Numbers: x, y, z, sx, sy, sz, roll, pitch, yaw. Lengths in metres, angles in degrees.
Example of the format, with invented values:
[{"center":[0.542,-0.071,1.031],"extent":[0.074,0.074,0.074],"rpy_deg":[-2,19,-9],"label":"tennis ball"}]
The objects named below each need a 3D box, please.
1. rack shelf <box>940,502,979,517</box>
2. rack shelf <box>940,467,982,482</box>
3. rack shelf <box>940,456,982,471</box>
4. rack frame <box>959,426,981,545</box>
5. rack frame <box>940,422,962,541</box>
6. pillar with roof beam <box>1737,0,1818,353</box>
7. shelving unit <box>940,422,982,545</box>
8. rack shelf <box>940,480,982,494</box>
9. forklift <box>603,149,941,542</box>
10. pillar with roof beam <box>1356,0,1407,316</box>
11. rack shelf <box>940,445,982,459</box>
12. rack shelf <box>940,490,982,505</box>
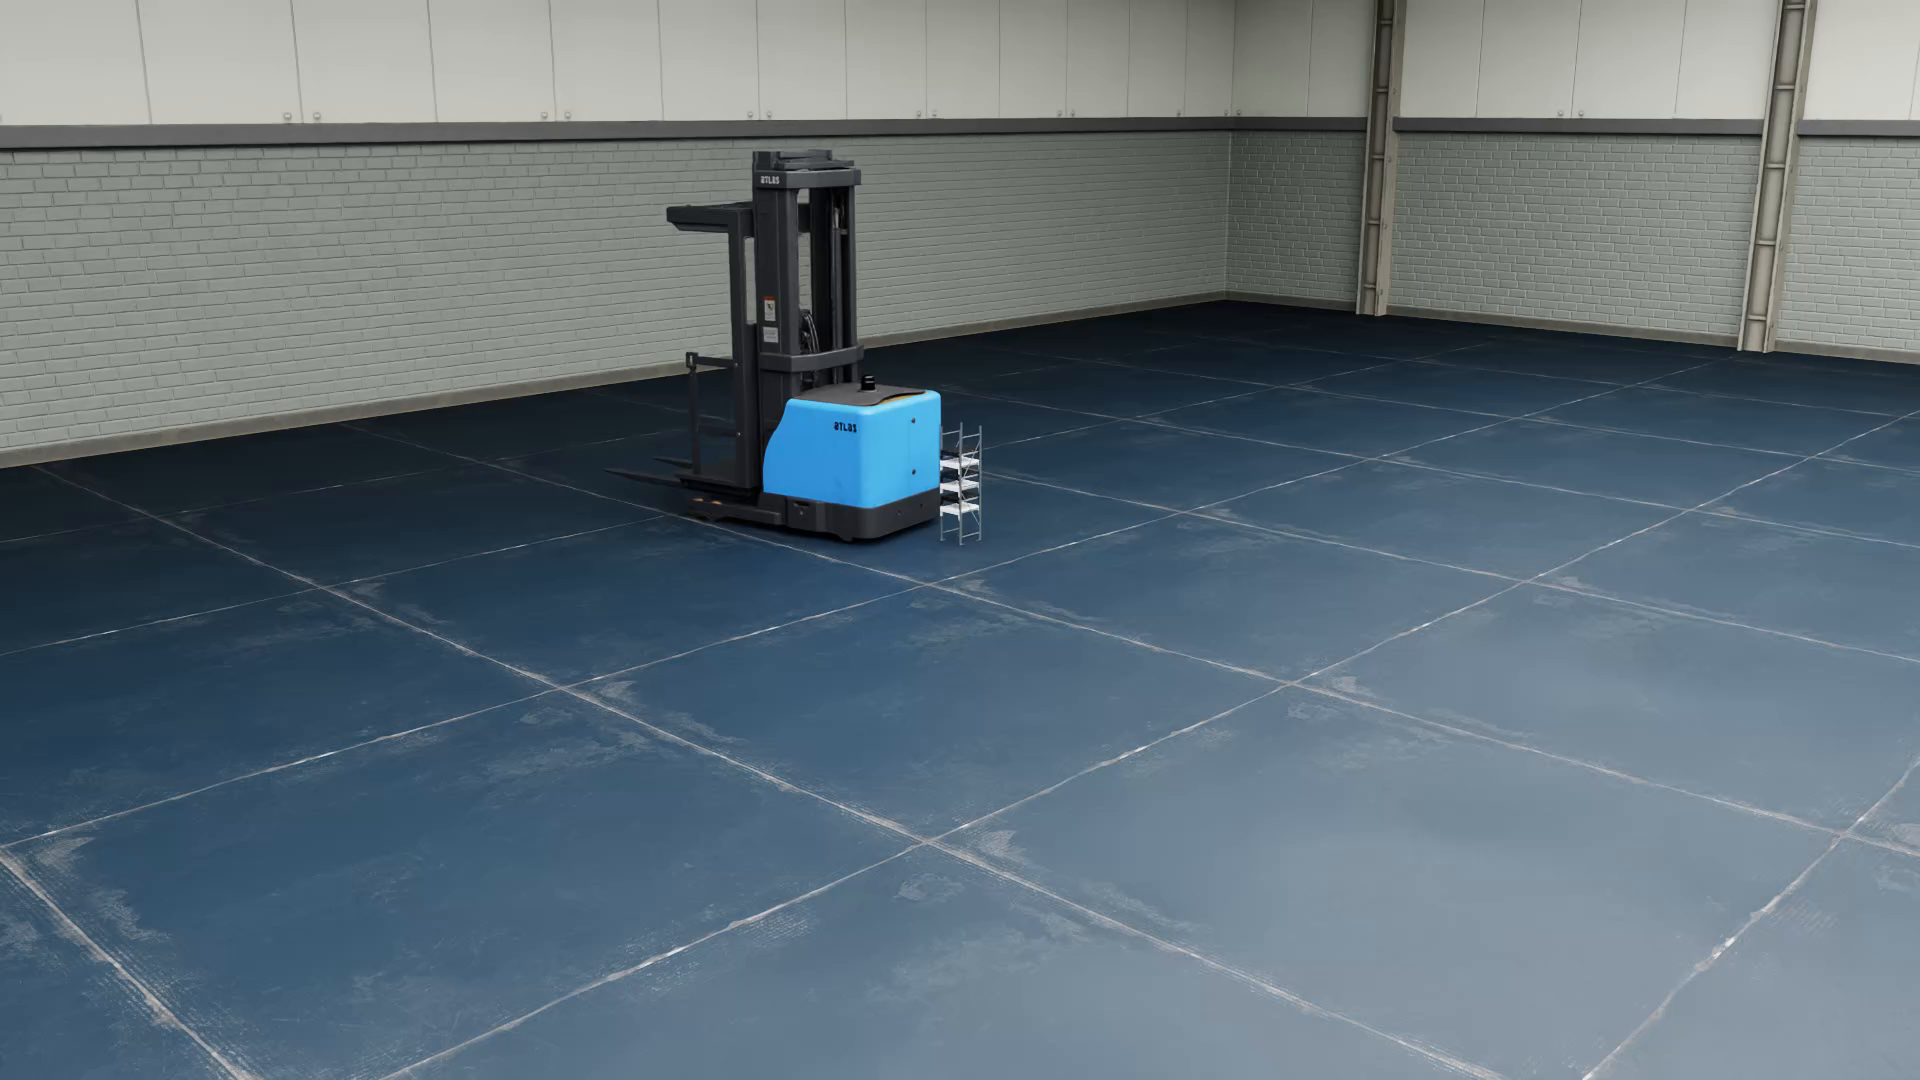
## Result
[{"center":[0.006,-0.228,12.867],"extent":[0.200,0.077,0.258],"rpy_deg":[14,20,42],"label":"rack shelf"},{"center":[0.006,-0.489,12.799],"extent":[0.200,0.077,0.258],"rpy_deg":[14,20,42],"label":"rack shelf"},{"center":[0.006,-0.576,12.776],"extent":[0.200,0.077,0.258],"rpy_deg":[14,20,42],"label":"rack shelf"},{"center":[0.079,-0.416,12.745],"extent":[0.006,0.900,0.240],"rpy_deg":[14,20,42],"label":"rack frame"},{"center":[-0.067,-0.452,12.881],"extent":[0.006,0.900,0.240],"rpy_deg":[14,20,42],"label":"rack frame"},{"center":[8.015,-6.195,18.861],"extent":[0.400,9.000,9.100],"rpy_deg":[14,20,42],"label":"pillar with roof beam"},{"center":[0.006,-0.434,12.813],"extent":[0.210,0.900,0.258],"rpy_deg":[14,20,42],"label":"shelving unit"},{"center":[0.006,-0.402,12.822],"extent":[0.200,0.077,0.258],"rpy_deg":[14,20,42],"label":"rack shelf"},{"center":[-1.647,-1.668,13.522],"extent":[3.031,2.935,1.130],"rpy_deg":[10,17,33],"label":"forklift"},{"center":[3.695,-7.245,22.891],"extent":[0.400,9.000,9.100],"rpy_deg":[14,20,42],"label":"pillar with roof beam"},{"center":[0.006,-0.663,12.753],"extent":[0.200,0.077,0.258],"rpy_deg":[14,20,42],"label":"rack shelf"},{"center":[0.006,-0.315,12.844],"extent":[0.200,0.077,0.258],"rpy_deg":[14,20,42],"label":"rack shelf"}]
